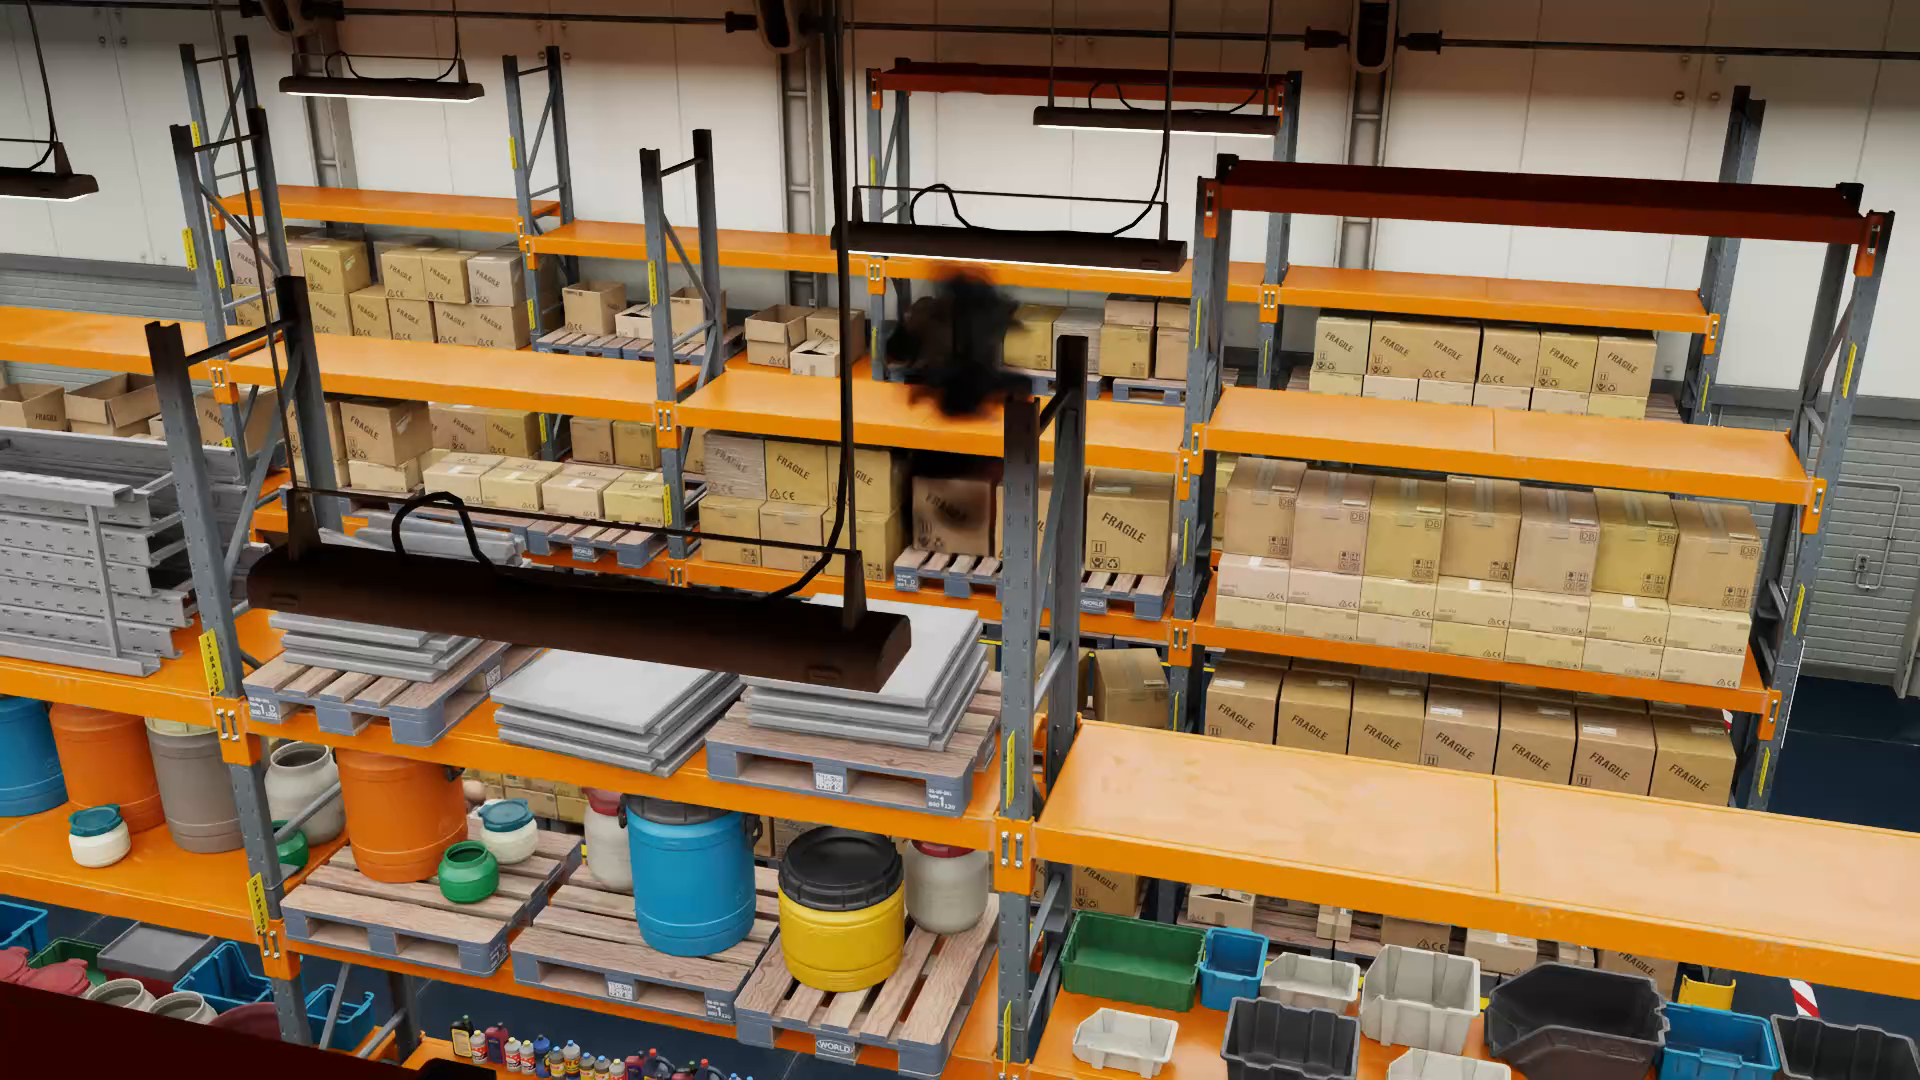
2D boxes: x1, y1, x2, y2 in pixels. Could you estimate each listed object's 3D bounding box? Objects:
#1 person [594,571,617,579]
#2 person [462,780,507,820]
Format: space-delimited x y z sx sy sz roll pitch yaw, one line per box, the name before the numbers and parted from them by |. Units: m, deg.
person | -3.473 0.980 16.278 0.548 1.630 0.573 2 23 6
person | -3.576 2.545 12.365 0.645 1.747 0.717 3 23 8
